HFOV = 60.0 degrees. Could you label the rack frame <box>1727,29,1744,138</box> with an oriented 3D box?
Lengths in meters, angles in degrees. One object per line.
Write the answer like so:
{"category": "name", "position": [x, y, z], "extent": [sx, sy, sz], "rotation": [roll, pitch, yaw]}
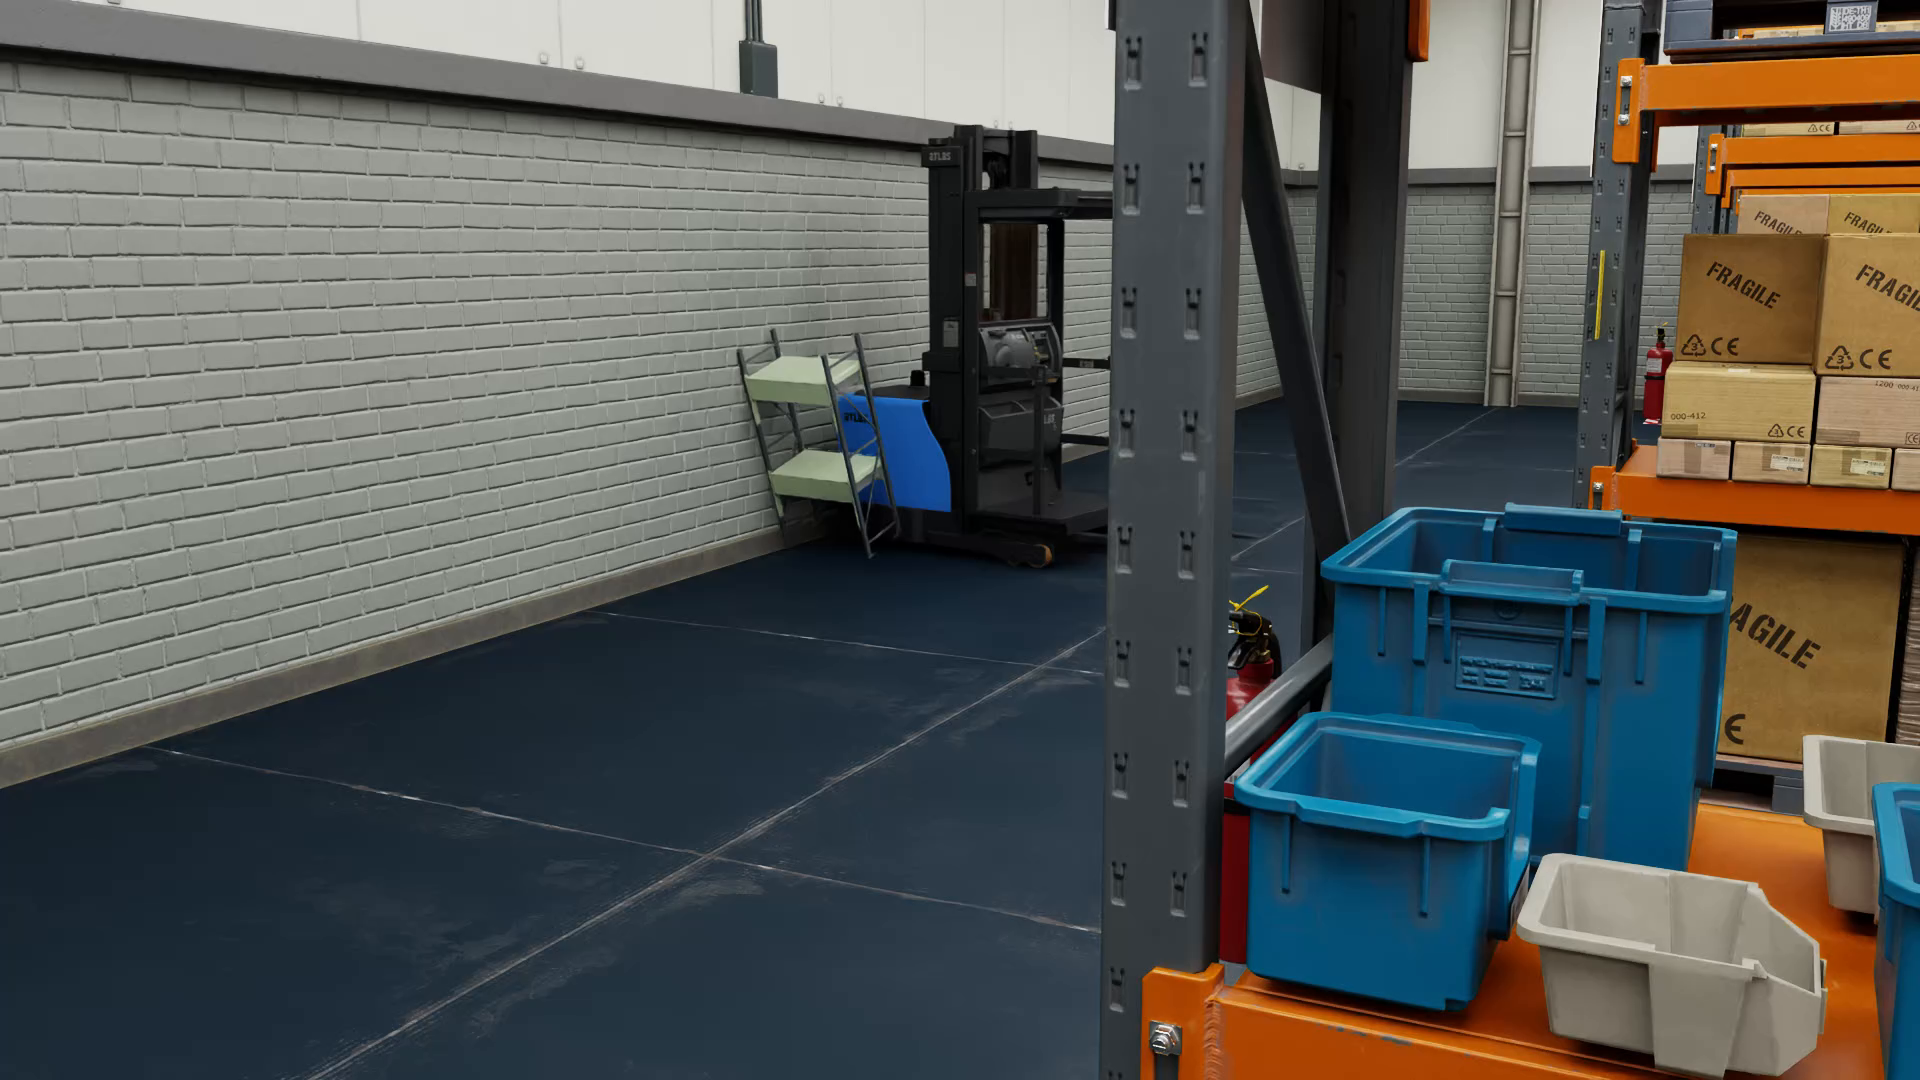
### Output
{"category": "rack frame", "position": [7.020, -5.070, 14.978], "extent": [0.127, 3.000, 1.000], "rotation": [5, 11, 26]}

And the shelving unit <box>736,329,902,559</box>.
{"category": "shelving unit", "position": [-0.957, -0.663, 11.444], "extent": [0.755, 1.500, 0.431], "rotation": [8, 32, 34]}

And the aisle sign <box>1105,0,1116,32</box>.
{"category": "aisle sign", "position": [0.248, -0.982, 1.934], "extent": [0.004, 0.787, 0.394], "rotation": [5, 11, 26]}

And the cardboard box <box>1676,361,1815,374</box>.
{"category": "cardboard box", "position": [3.188, -0.612, 6.777], "extent": [0.500, 0.250, 0.500], "rotation": [5, 11, 25]}

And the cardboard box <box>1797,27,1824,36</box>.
{"category": "cardboard box", "position": [5.331, -3.079, 10.297], "extent": [0.250, 0.149, 0.380], "rotation": [6, 12, 28]}

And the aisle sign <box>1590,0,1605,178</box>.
{"category": "aisle sign", "position": [2.438, -1.773, 6.302], "extent": [0.004, 0.787, 0.394], "rotation": [5, 11, 26]}

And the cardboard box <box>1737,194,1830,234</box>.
{"category": "cardboard box", "position": [5.206, -1.930, 10.546], "extent": [0.500, 0.500, 0.500], "rotation": [5, 11, 25]}

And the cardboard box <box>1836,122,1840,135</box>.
{"category": "cardboard box", "position": [5.907, -2.689, 10.666], "extent": [0.500, 0.250, 0.500], "rotation": [5, 11, 26]}

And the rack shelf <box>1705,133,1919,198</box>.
{"category": "rack shelf", "position": [6.714, -2.284, 10.026], "extent": [4.000, 0.370, 1.077], "rotation": [5, 11, 26]}

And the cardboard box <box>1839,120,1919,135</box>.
{"category": "cardboard box", "position": [5.681, -2.604, 10.192], "extent": [0.500, 0.250, 0.500], "rotation": [5, 12, 28]}

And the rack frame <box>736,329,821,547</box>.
{"category": "rack frame", "position": [-1.258, -0.703, 11.647], "extent": [0.023, 1.500, 0.400], "rotation": [8, 32, 34]}

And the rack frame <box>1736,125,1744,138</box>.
{"category": "rack frame", "position": [9.213, -5.863, 19.359], "extent": [0.127, 3.000, 1.000], "rotation": [5, 11, 26]}

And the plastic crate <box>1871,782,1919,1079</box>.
{"category": "plastic crate", "position": [1.110, 0.432, 1.721], "extent": [0.300, 0.233, 0.416], "rotation": [5, 11, 26]}

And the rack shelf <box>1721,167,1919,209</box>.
{"category": "rack shelf", "position": [8.814, -3.083, 14.438], "extent": [4.000, 0.370, 1.077], "rotation": [5, 11, 26]}

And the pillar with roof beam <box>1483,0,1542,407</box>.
{"category": "pillar with roof beam", "position": [5.289, -5.532, 17.530], "extent": [0.400, 9.000, 9.100], "rotation": [5, 11, 26]}

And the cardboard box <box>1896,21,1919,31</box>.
{"category": "cardboard box", "position": [5.760, -3.027, 10.008], "extent": [0.250, 0.149, 0.380], "rotation": [5, 11, 27]}

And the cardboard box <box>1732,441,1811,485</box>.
{"category": "cardboard box", "position": [3.039, -0.311, 6.233], "extent": [0.250, 0.149, 0.380], "rotation": [5, 11, 25]}

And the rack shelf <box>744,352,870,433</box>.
{"category": "rack shelf", "position": [-1.025, -1.007, 11.274], "extent": [0.720, 0.370, 0.431], "rotation": [8, 32, 34]}

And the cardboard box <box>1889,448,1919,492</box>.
{"category": "cardboard box", "position": [3.503, -0.271, 6.009], "extent": [0.250, 0.149, 0.380], "rotation": [5, 11, 25]}

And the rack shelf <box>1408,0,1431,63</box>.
{"category": "rack shelf", "position": [2.238, -0.709, 1.322], "extent": [4.000, 0.370, 1.077], "rotation": [5, 11, 26]}

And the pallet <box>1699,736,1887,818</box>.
{"category": "pallet", "position": [3.387, 0.887, 6.736], "extent": [1.213, 0.211, 1.003], "rotation": [5, 11, 26]}

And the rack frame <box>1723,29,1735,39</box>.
{"category": "rack frame", "position": [4.921, -4.272, 10.566], "extent": [0.127, 3.000, 1.000], "rotation": [5, 11, 26]}

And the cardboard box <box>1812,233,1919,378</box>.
{"category": "cardboard box", "position": [3.395, -0.857, 6.022], "extent": [0.500, 0.500, 0.500], "rotation": [5, 11, 24]}

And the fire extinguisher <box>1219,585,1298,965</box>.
{"category": "fire extinguisher", "position": [0.510, 0.393, 2.903], "extent": [0.183, 0.674, 0.296], "rotation": [5, 11, 26]}

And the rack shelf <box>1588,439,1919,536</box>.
{"category": "rack shelf", "position": [4.429, -0.024, 5.960], "extent": [4.000, 0.370, 1.077], "rotation": [5, 11, 26]}

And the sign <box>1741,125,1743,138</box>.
{"category": "sign", "position": [8.973, -4.731, 19.070], "extent": [0.005, 0.325, 0.100], "rotation": [5, 11, 26]}

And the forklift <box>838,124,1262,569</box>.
{"category": "forklift", "position": [0.597, -1.356, 11.490], "extent": [3.031, 2.935, 1.130], "rotation": [7, 13, 35]}

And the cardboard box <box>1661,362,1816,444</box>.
{"category": "cardboard box", "position": [2.947, -0.527, 6.307], "extent": [0.500, 0.250, 0.500], "rotation": [5, 11, 24]}

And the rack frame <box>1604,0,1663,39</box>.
{"category": "rack frame", "position": [2.636, -3.488, 6.233], "extent": [0.127, 3.000, 1.000], "rotation": [5, 11, 26]}

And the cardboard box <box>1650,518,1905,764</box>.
{"category": "cardboard box", "position": [3.245, 0.341, 6.711], "extent": [0.875, 0.875, 0.875], "rotation": [5, 11, 26]}

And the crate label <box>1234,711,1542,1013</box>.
{"category": "crate label", "position": [0.520, 0.380, 2.008], "extent": [0.303, 0.233, 0.416], "rotation": [5, 11, 26]}
